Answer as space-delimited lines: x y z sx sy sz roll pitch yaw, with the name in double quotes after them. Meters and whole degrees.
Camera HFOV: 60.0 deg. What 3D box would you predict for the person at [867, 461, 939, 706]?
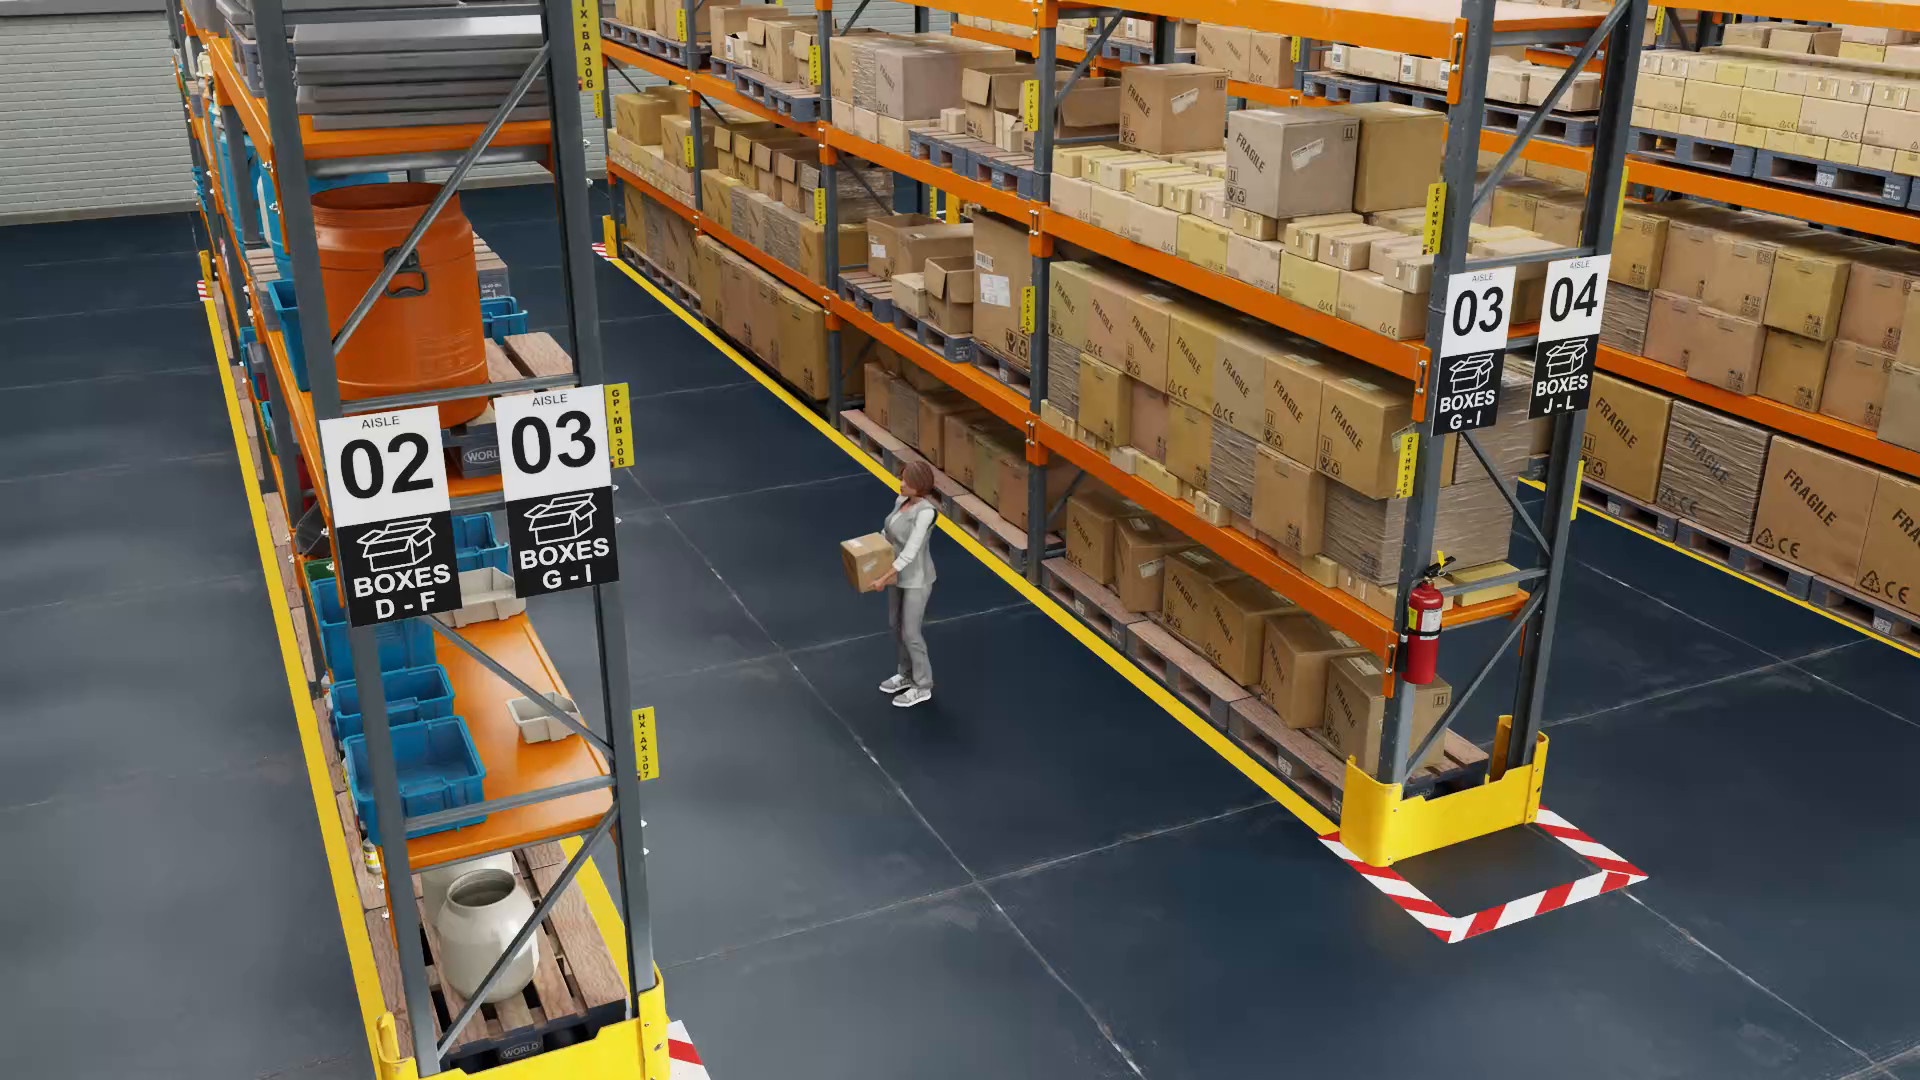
-4.362 -4.991 17.296 25.090 6.001 19.048 -10 24 -23 "person"
